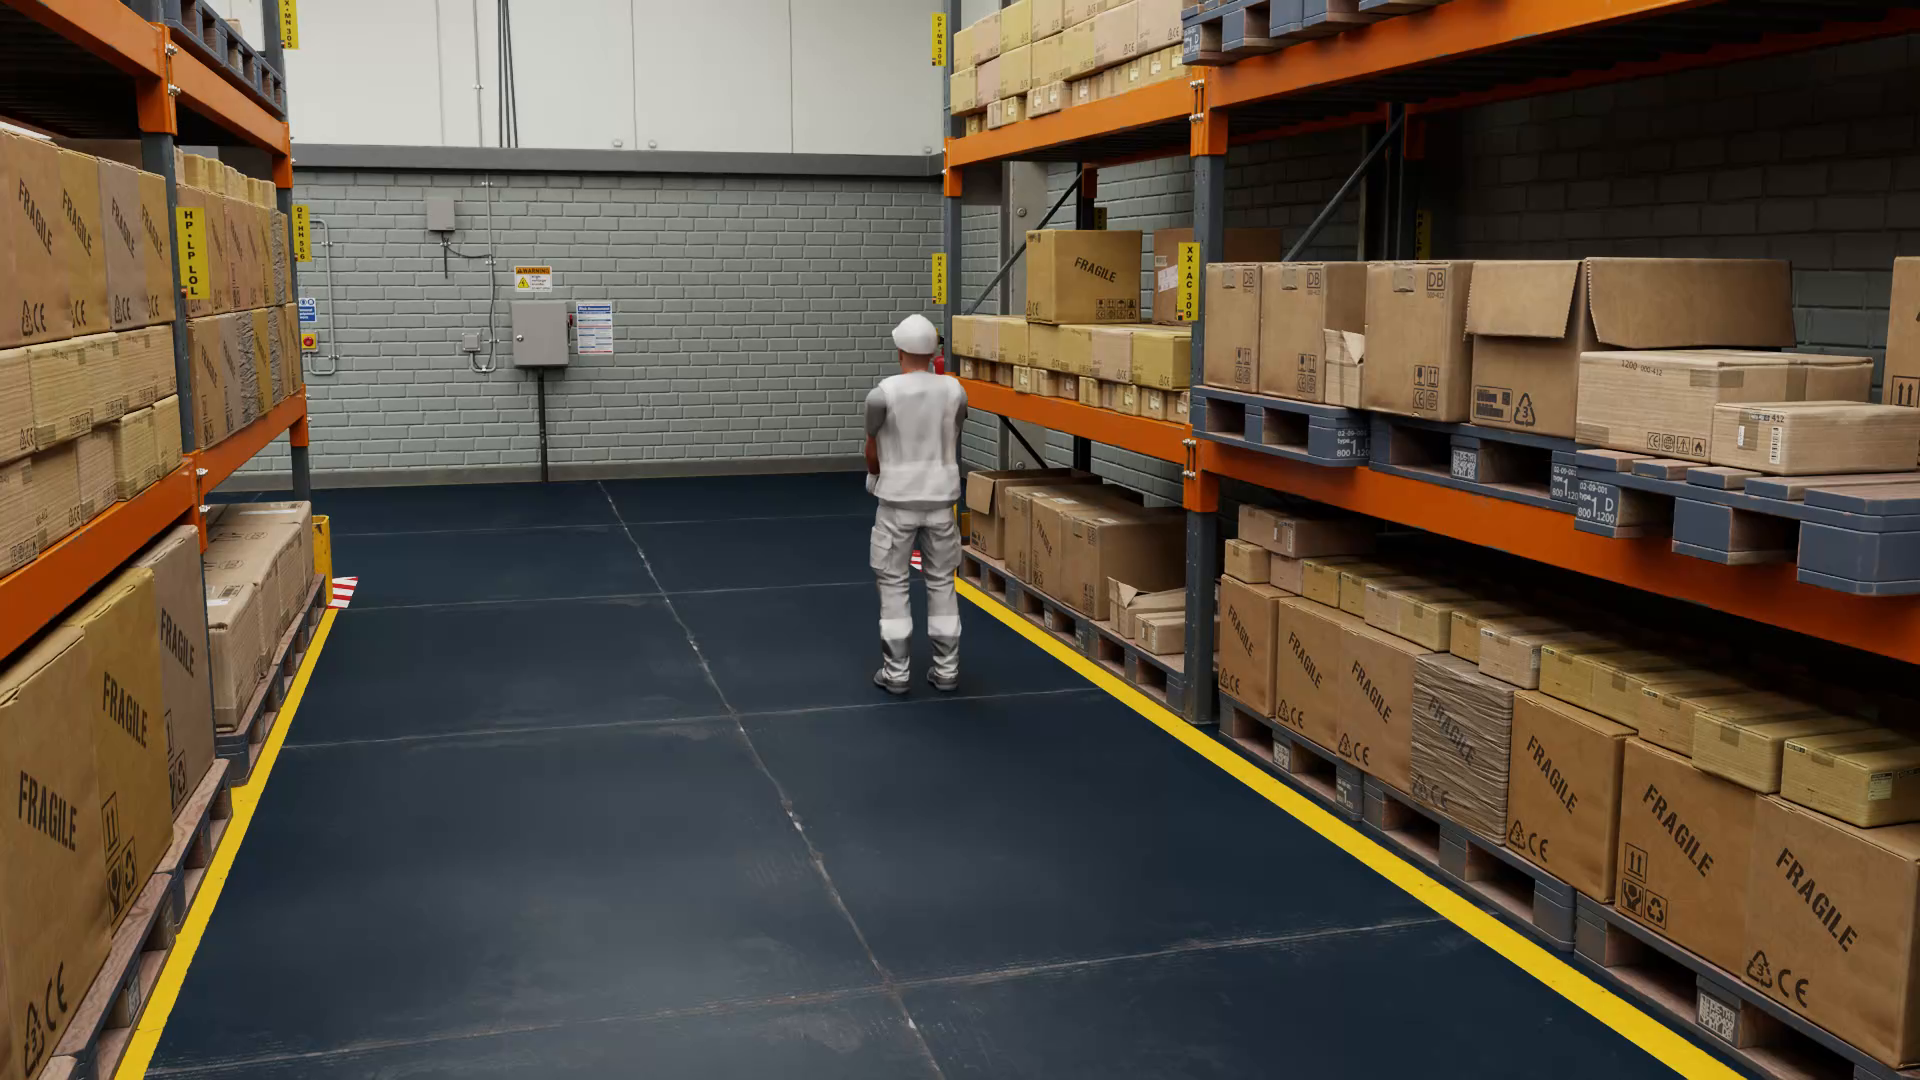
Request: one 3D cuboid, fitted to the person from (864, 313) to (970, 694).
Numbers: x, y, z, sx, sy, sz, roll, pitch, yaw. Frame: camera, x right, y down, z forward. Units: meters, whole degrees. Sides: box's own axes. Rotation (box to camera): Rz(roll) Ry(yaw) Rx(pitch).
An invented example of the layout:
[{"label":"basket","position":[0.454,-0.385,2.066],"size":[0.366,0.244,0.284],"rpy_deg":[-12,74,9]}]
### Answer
[{"label":"person","position":[-0.235,-0.182,7.927],"size":[0.504,1.790,0.559],"rpy_deg":[-3,10,-16]}]
